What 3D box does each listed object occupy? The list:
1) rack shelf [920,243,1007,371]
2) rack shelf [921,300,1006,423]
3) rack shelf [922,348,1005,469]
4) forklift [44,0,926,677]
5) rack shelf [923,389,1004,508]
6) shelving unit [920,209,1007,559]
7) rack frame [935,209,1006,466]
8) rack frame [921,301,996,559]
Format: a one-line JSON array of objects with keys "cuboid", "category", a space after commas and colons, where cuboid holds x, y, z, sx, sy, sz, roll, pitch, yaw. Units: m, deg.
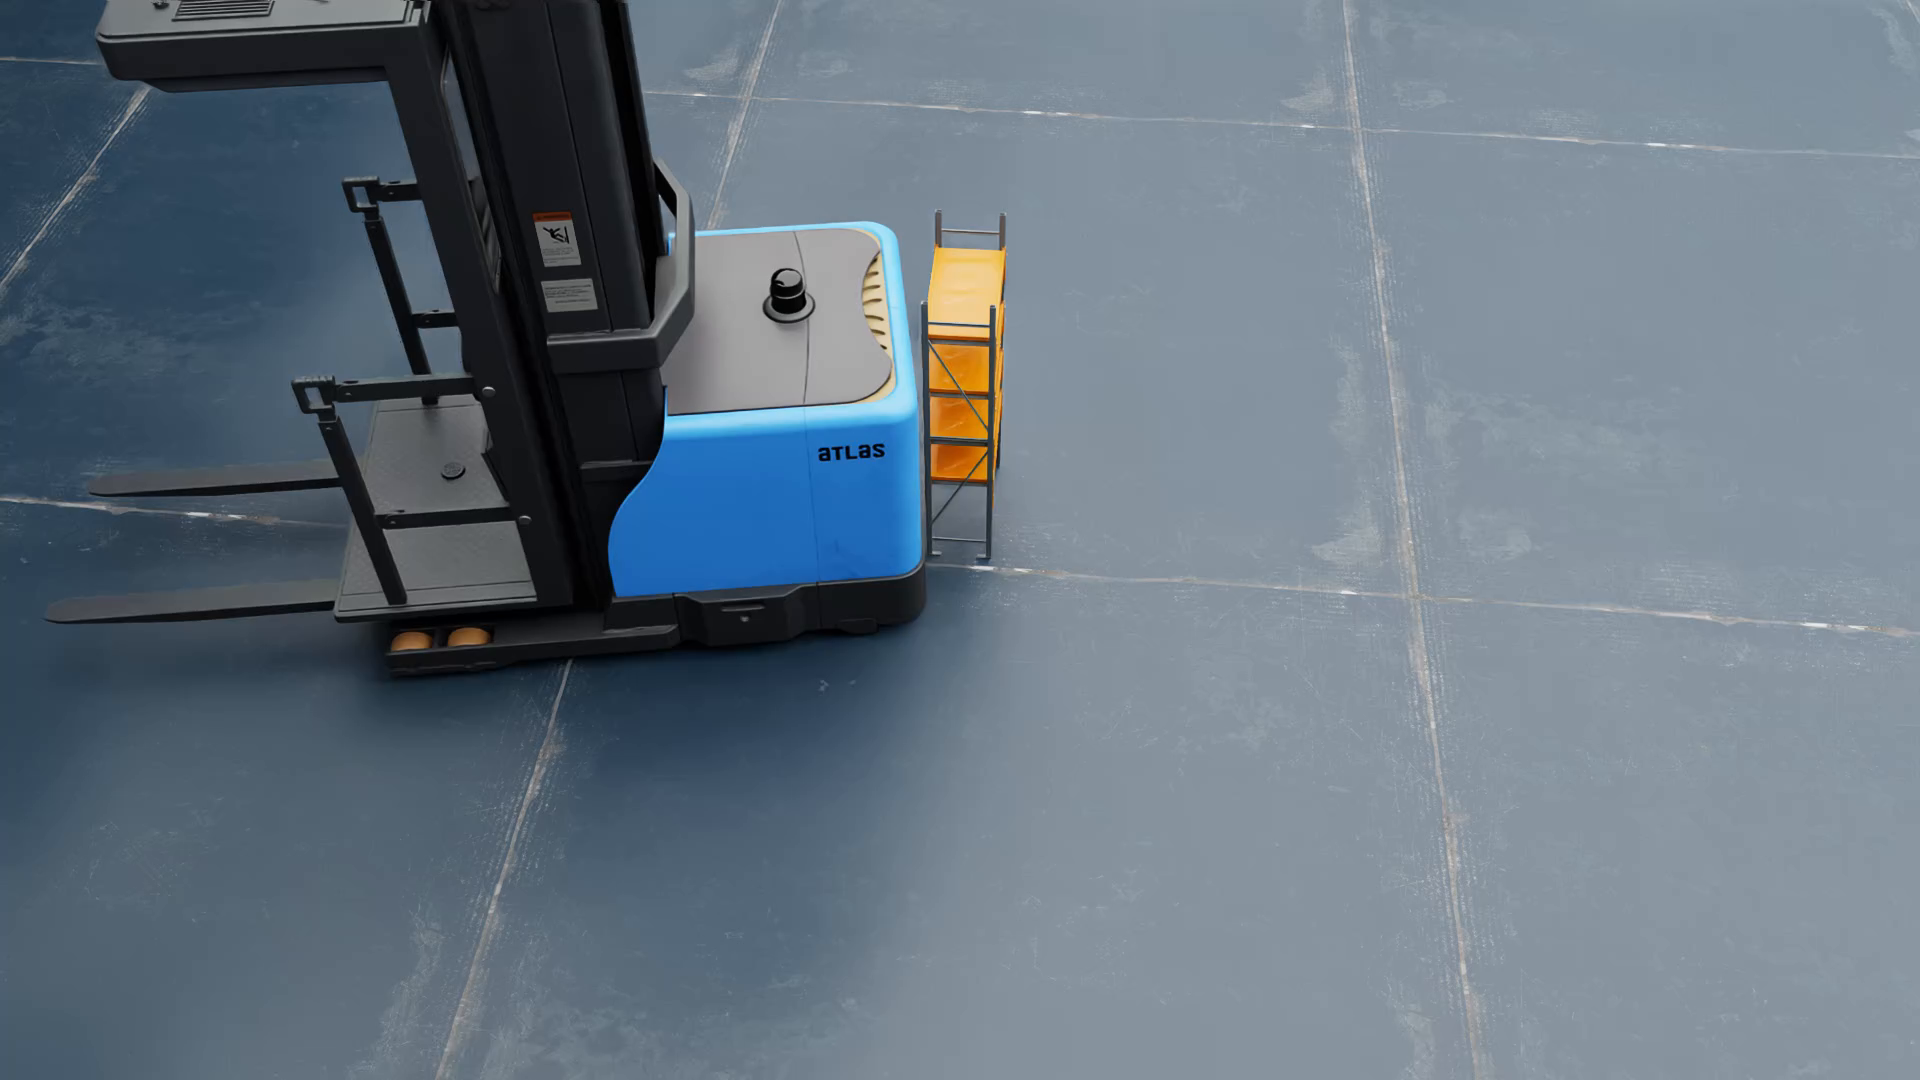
[{"cuboid": [0.016, -0.792, 5.629, 0.258, 0.148, 0.480, 3, 48, 3], "category": "rack shelf"}, {"cuboid": [0.016, -0.632, 5.803, 0.258, 0.148, 0.480, 3, 48, 3], "category": "rack shelf"}, {"cuboid": [0.017, -0.481, 5.968, 0.258, 0.148, 0.480, 3, 48, 3], "category": "rack shelf"}, {"cuboid": [-1.671, -0.926, 5.110, 3.031, 2.935, 1.130, -4, 48, -4], "category": "forklift"}, {"cuboid": [0.017, -0.347, 6.115, 0.258, 0.148, 0.480, 3, 48, 3], "category": "rack shelf"}, {"cuboid": [0.016, -0.527, 5.919, 0.258, 1.200, 0.503, 3, 48, 3], "category": "shelving unit"}, {"cuboid": [0.036, -0.706, 6.083, 0.240, 1.200, 0.015, 3, 48, 3], "category": "rack frame"}, {"cuboid": [-0.004, -0.347, 5.754, 0.240, 1.200, 0.015, 3, 48, 3], "category": "rack frame"}]
